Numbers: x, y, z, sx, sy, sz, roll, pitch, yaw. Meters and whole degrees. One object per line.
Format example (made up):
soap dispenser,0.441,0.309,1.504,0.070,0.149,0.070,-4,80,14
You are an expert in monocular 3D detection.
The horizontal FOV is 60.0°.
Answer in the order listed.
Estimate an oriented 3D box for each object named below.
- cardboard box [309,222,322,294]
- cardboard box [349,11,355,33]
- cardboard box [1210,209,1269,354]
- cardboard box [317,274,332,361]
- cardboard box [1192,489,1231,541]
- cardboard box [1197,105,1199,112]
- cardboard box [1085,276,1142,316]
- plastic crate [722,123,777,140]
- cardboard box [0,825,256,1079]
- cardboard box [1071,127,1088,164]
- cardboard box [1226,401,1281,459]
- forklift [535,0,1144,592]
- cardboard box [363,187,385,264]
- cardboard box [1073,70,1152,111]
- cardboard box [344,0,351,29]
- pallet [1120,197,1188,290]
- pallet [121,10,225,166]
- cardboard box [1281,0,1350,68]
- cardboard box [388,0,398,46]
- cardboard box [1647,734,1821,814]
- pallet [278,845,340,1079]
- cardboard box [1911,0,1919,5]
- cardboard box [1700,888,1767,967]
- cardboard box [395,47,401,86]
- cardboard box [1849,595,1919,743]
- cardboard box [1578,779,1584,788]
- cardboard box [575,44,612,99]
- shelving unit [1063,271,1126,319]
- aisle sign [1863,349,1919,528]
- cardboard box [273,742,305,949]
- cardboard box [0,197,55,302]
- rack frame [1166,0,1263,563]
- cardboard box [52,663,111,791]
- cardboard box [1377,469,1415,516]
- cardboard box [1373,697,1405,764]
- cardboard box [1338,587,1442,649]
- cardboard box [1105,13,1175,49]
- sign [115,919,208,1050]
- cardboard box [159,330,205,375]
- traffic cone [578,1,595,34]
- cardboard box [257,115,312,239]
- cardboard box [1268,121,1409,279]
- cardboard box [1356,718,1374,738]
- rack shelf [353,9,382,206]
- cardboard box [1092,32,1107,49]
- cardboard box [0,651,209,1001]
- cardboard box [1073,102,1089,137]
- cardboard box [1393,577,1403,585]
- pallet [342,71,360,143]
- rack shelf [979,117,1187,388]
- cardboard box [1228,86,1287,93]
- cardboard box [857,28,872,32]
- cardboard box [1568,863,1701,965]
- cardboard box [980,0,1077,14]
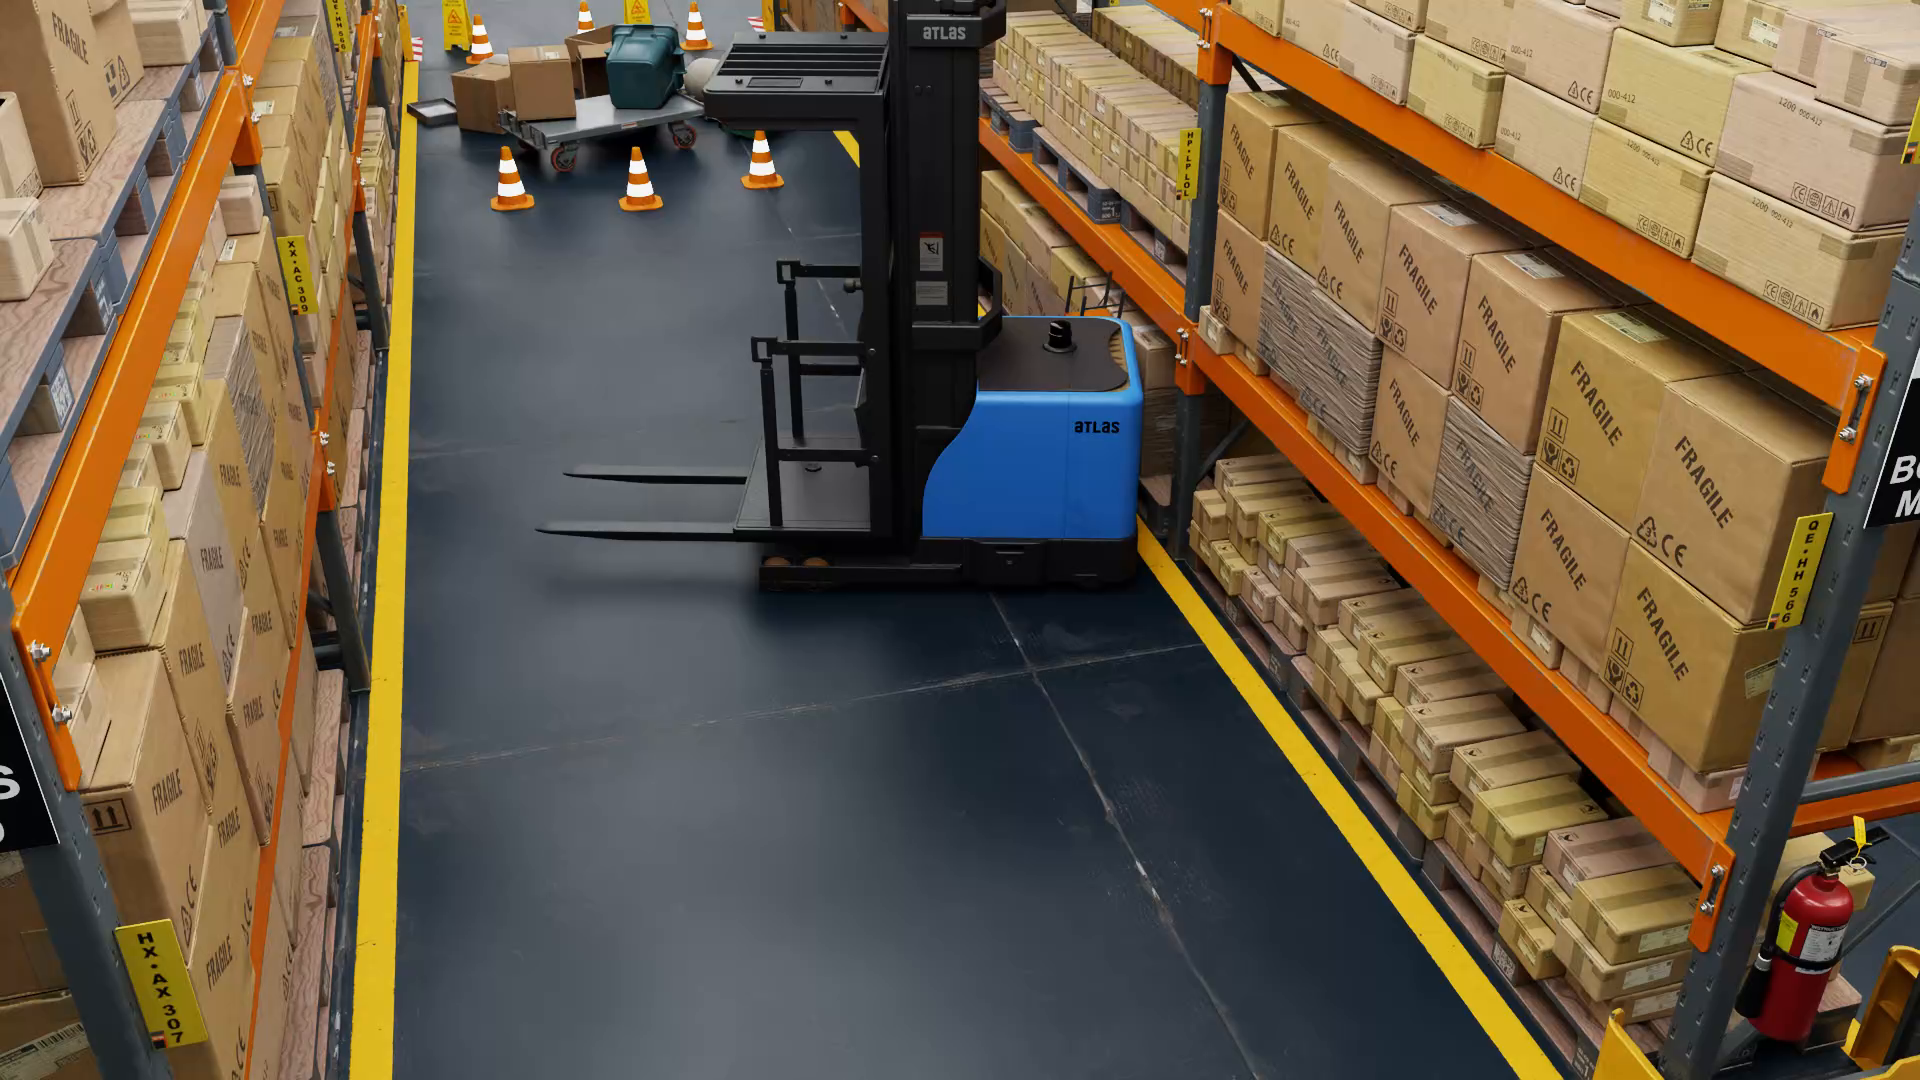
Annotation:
cardboard box,-3.186,-1.220,7.514,0.500,0.250,0.500,-7,31,-13
cardboard box,-4.639,-3.801,12.154,0.380,0.149,0.250,-8,31,-13
cardboard box,1.459,-1.177,7.392,0.500,0.500,0.500,-8,31,-14
cardboard box,-3.176,-1.003,7.638,0.500,0.250,0.500,-9,31,-14
cardboard box,1.358,-0.136,8.121,0.380,0.149,0.250,-6,31,-11
cardboard box,1.556,-2.364,9.374,0.380,0.149,0.250,-8,31,-14
cardboard box,1.005,-1.278,9.291,0.500,0.250,0.500,-6,31,-11
plastic crate,-1.862,-3.859,15.172,0.450,0.188,0.662,16,32,7
cardboard box,-1.964,1.048,3.845,0.500,0.500,0.500,-8,31,-14
cardboard box,0.854,-2.273,9.515,0.380,0.149,0.250,-9,31,-15
cardboard box,1.630,-0.769,9.161,0.500,0.500,0.500,-7,31,-11
forklift,-0.624,-1.276,8.028,3.031,2.935,1.130,1,30,1
cardboard box,-4.581,-2.176,11.719,0.950,0.372,0.625,-8,31,-14
cardboard box,0.857,-2.535,9.373,0.380,0.149,0.250,-8,31,-14
cardboard box,-4.551,-3.853,11.597,0.500,0.500,0.500,-9,31,-15
pallet,1.508,-1.583,8.682,1.003,0.211,1.213,-8,31,-13
pallet,-2.968,-1.434,5.327,1.003,0.211,1.213,-8,31,-13
cardboard box,1.581,-2.011,6.386,0.500,0.250,0.500,-8,31,-14
cardboard box,-5.755,-5.078,16.107,0.500,0.500,0.500,-7,31,-11
cardboard box,2.273,0.643,4.895,0.380,0.149,0.250,-8,31,-13
pallet,-2.722,1.605,5.767,1.003,0.211,1.213,-8,31,-13
cardboard box,2.714,-1.421,4.468,0.380,0.149,0.250,-8,31,-13
cardboard box,2.740,1.291,5.655,0.380,0.149,0.250,-7,31,-11
cardboard box,-5.612,-4.500,15.856,0.500,0.250,0.500,-9,31,-15
cardboard box,2.779,0.229,4.963,0.500,0.500,0.500,-6,31,-11
cardboard box,2.459,0.928,6.579,0.380,0.149,0.250,-8,31,-13
cardboard box,-3.197,-4.382,15.683,0.797,0.637,0.503,-8,31,-13
shelving unit,0.673,-0.917,9.127,0.258,1.200,0.189,-10,47,-16
aisle sign,2.362,-0.395,3.844,0.394,0.787,0.004,-8,31,-13
cardboard box,-2.874,1.107,5.982,0.875,0.438,0.875,-9,31,-15
cardboard box,-2.181,-0.609,3.545,0.380,0.149,0.250,-7,31,-11
rack frame,1.570,-1.277,7.962,1.000,3.000,0.127,-8,31,-13
cardboard box,-1.941,0.397,3.325,0.380,0.149,0.250,-7,31,-12
cardboard box,1.842,-0.235,6.413,0.380,0.149,0.250,-7,31,-11
cardboard box,1.877,0.736,6.615,0.380,0.149,0.250,-6,31,-11
cardboard box,1.825,0.345,6.992,0.380,0.149,0.250,-9,31,-15
cardboard box,1.145,-3.242,10.595,0.380,0.149,0.250,-8,31,-14
sign,-1.577,0.882,3.289,0.100,0.325,0.005,-8,31,-13
cardboard box,-2.429,-0.478,4.836,0.380,0.149,0.250,-8,31,-13
traffic cone,-4.023,-5.544,17.866,0.336,0.463,0.334,-8,31,-13
cardboard box,-3.177,-1.539,7.317,0.500,0.500,0.500,-8,31,-14
cardboard box,1.607,-1.383,6.751,0.500,0.500,0.500,-9,31,-15
cardboard box,1.884,0.731,6.919,0.380,0.149,0.250,-7,31,-12
rack shelf,-4.768,-3.157,11.928,1.077,0.370,4.000,-8,31,-13
cardboard box,1.079,-3.233,10.876,0.380,0.149,0.250,-7,31,-12
cardboard box,-1.966,0.616,3.594,0.500,0.500,0.500,-9,31,-14
cardboard box,0.862,-2.399,9.435,0.380,0.149,0.250,-7,31,-11
cardboard box,2.104,0.146,7.633,0.380,0.149,0.250,-8,31,-13
pallet,-4.529,-2.749,10.697,1.213,0.211,1.003,-8,31,-13
rack shelf,1.039,-1.932,9.812,1.077,0.370,4.000,-8,31,-13
cardboard box,1.631,-2.362,9.074,0.380,0.149,0.250,-8,31,-14
cardboard box,-0.302,-4.061,14.599,1.050,0.750,0.750,-8,31,-14
cardboard box,2.247,1.227,5.468,0.380,0.149,0.250,-7,31,-13
cardboard box,0.399,-3.903,11.402,0.700,0.500,0.500,-8,31,-14
